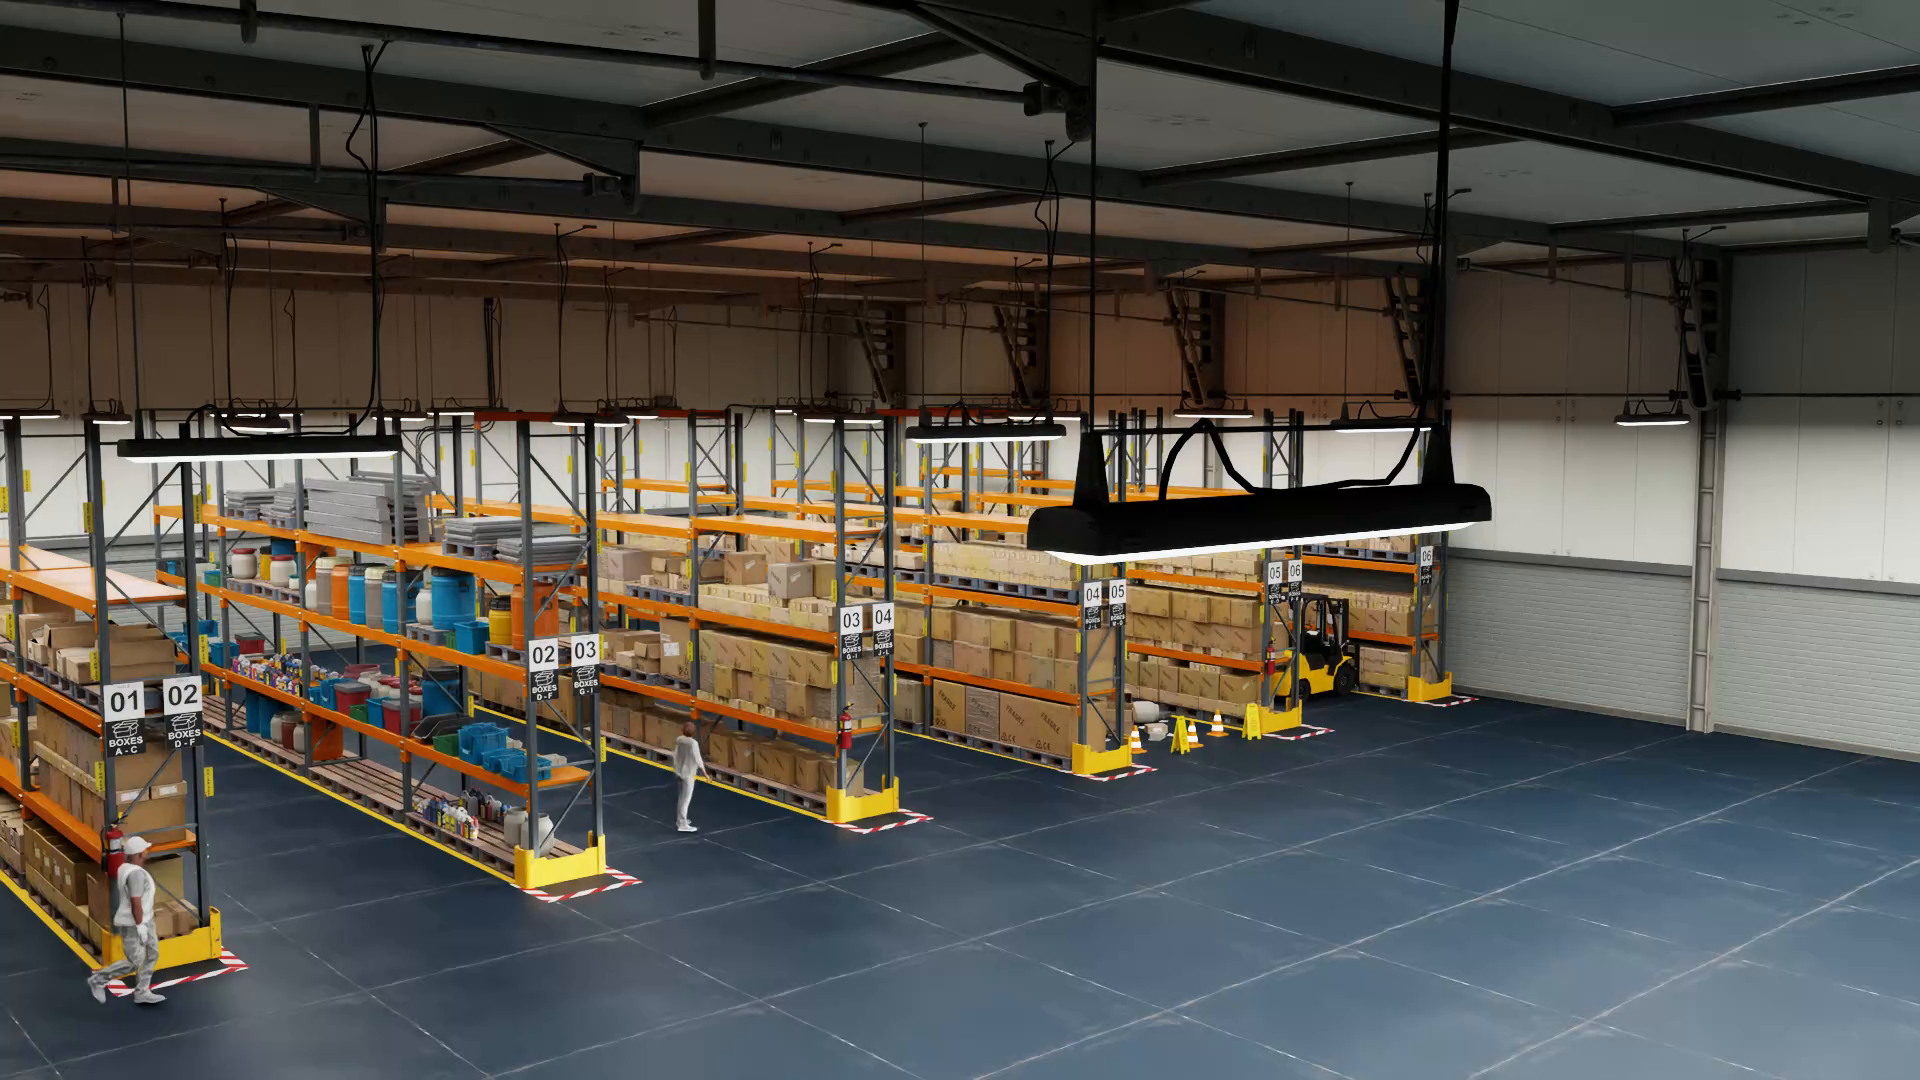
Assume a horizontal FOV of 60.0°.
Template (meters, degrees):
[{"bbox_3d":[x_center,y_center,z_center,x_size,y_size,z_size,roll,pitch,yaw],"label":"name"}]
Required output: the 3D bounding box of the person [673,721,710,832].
[{"bbox_3d":[-3.984,3.435,24.222,0.509,1.598,0.581,-5,7,-42],"label":"person"}]

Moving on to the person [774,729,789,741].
[{"bbox_3d":[-3.203,2.857,30.052,0.464,1.655,0.447,0,5,-4],"label":"person"}]

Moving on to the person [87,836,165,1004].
[{"bbox_3d":[-8.614,3.936,17.153,0.677,1.761,0.566,0,5,-5],"label":"person"}]
